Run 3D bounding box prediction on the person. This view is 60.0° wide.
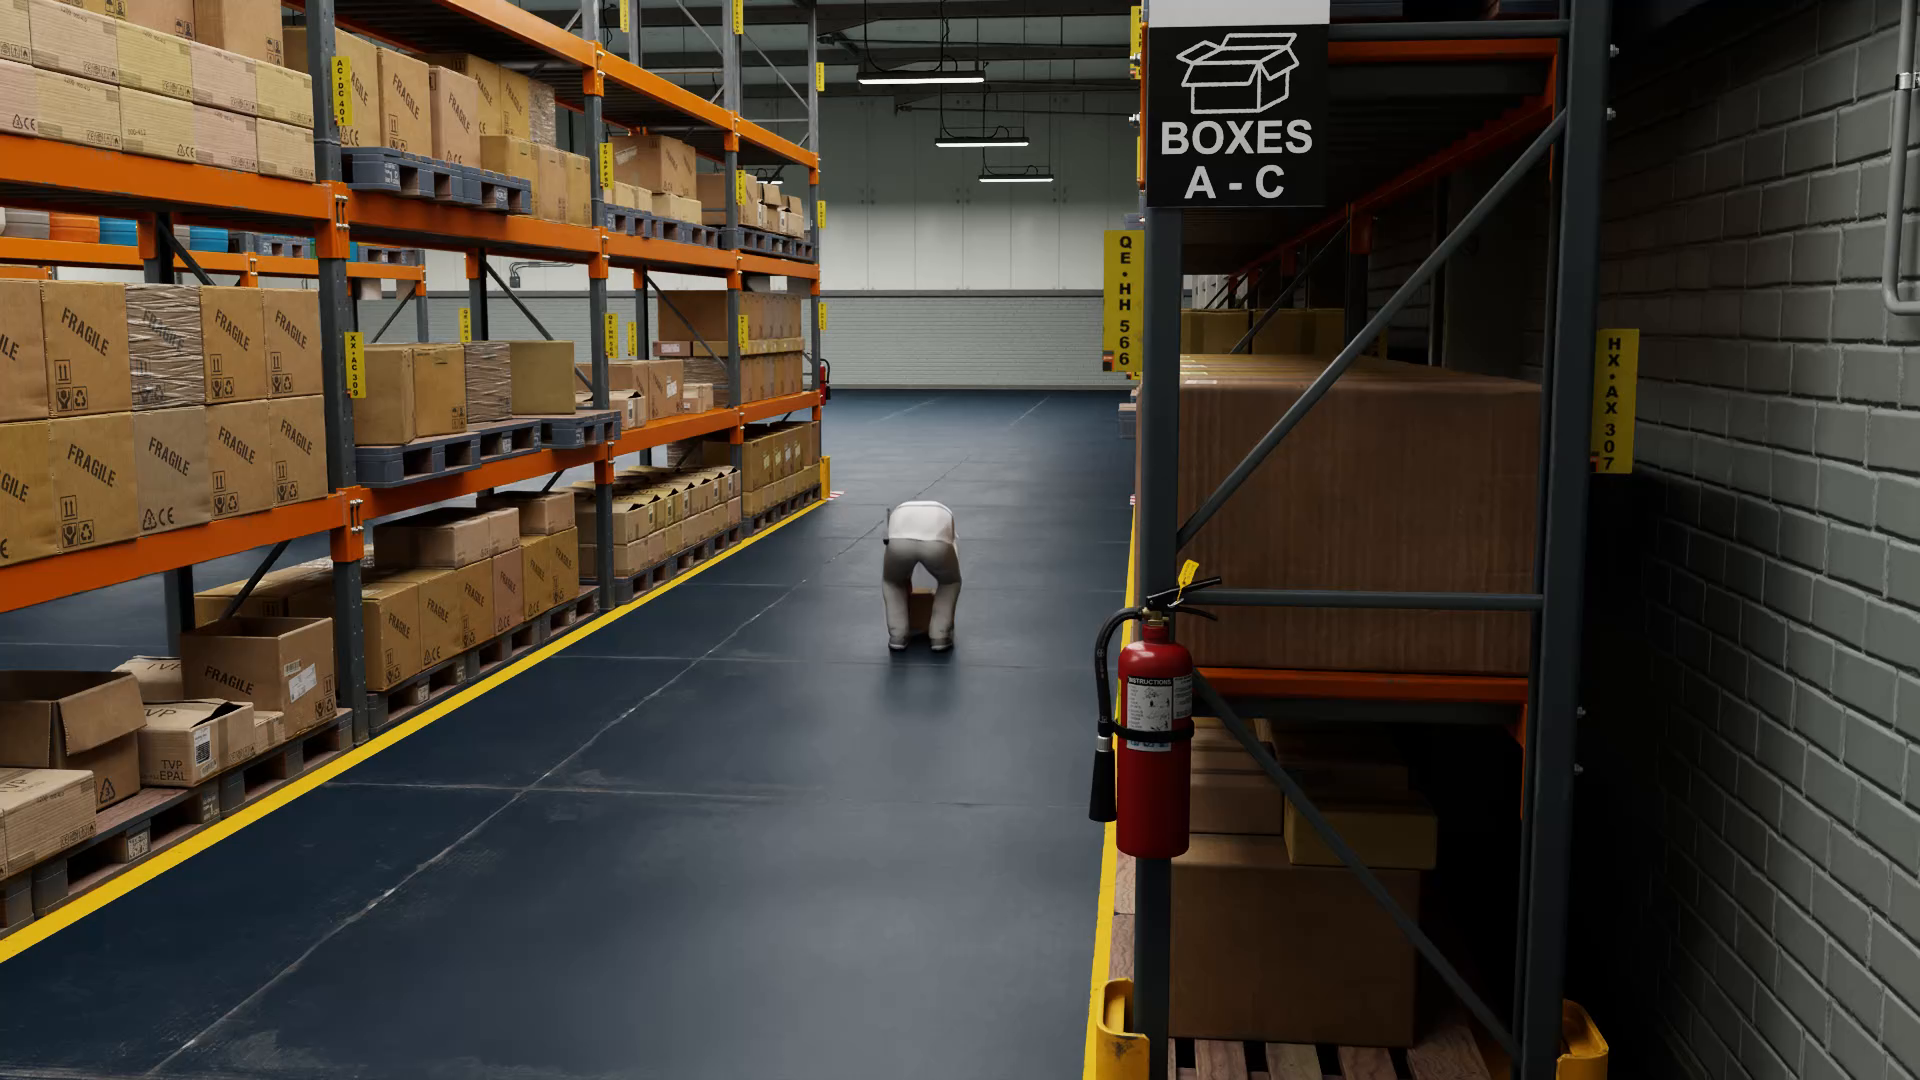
[{"bbox_3d":[-0.273,-0.165,10.916,0.530,1.772,0.513,1,8,6],"label":"person"}]
